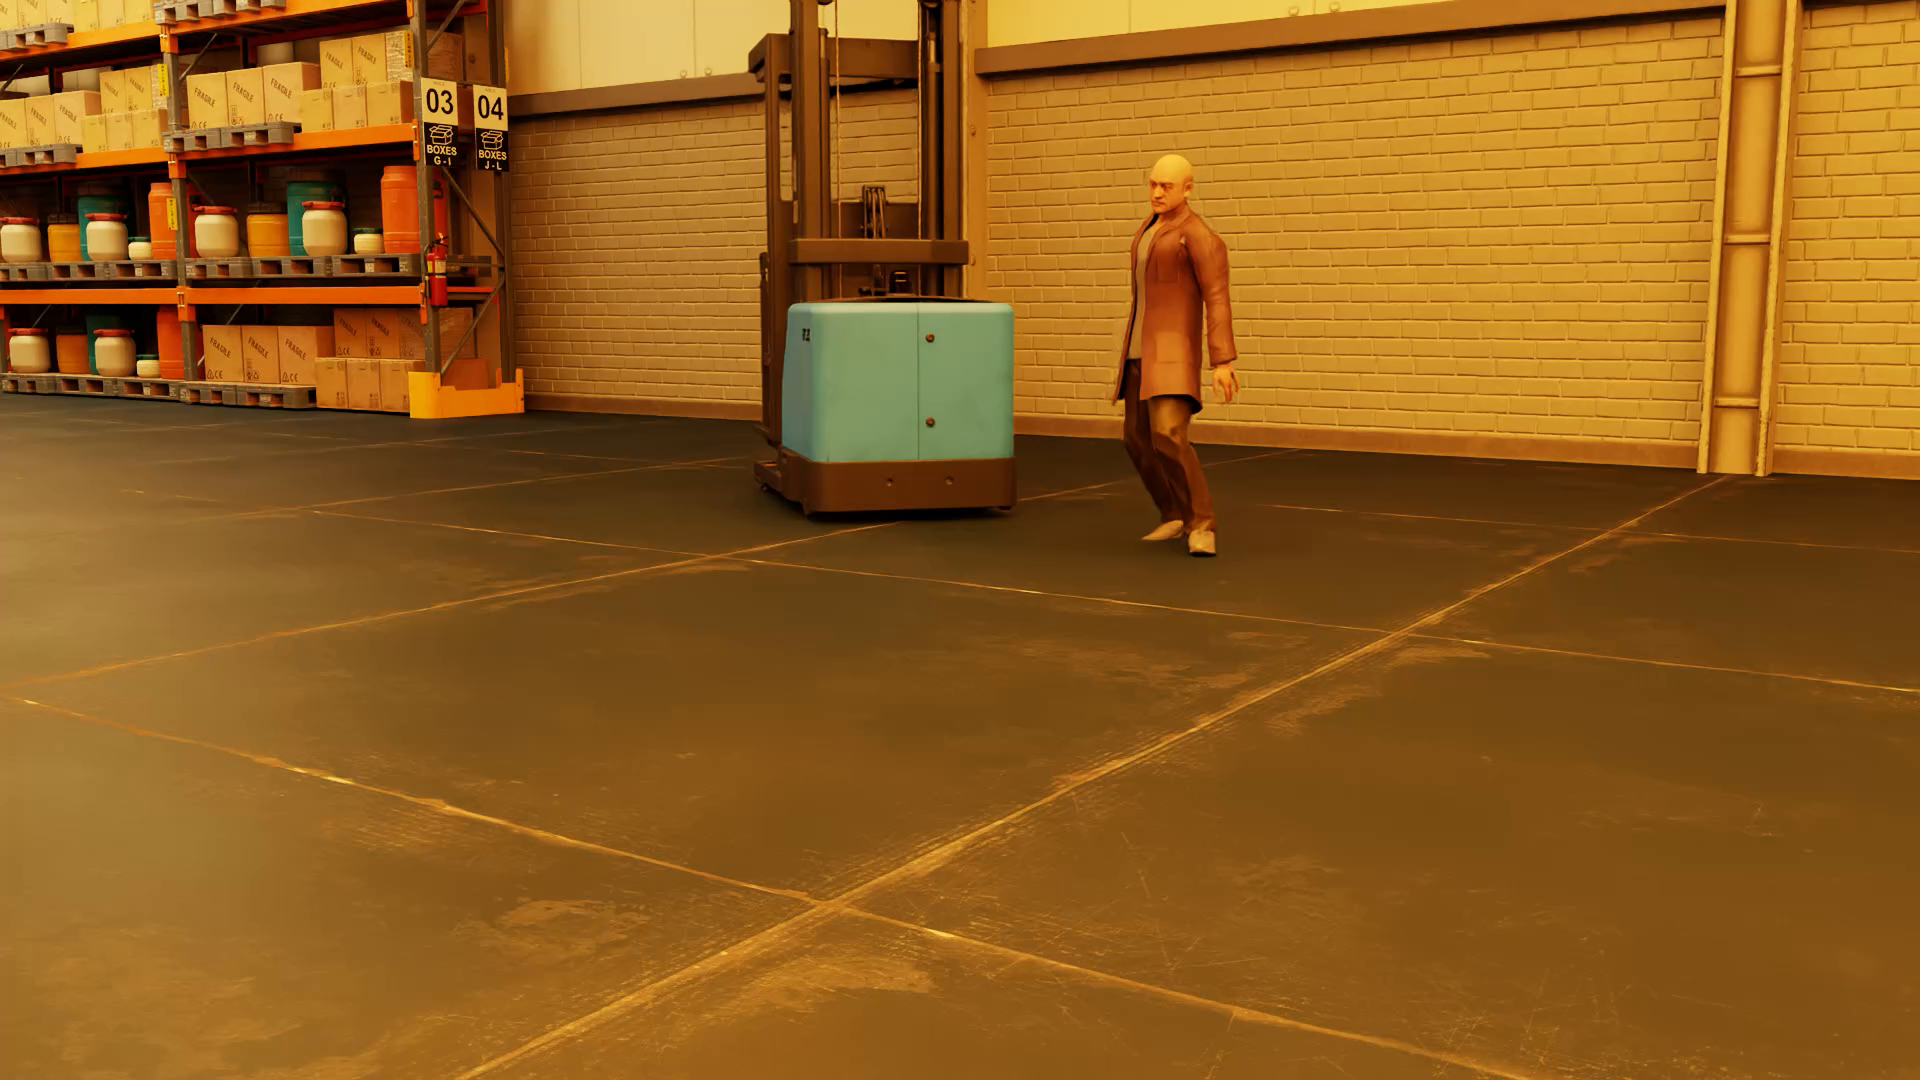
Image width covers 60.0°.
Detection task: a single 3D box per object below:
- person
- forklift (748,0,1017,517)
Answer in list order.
[{"bbox_3d":[0.956,-0.811,7.426,0.552,1.758,0.934,-3,9,-21],"label":"person"},{"bbox_3d":[-0.584,-1.737,9.408,1.130,2.935,3.031,-2,8,-15],"label":"forklift"}]
